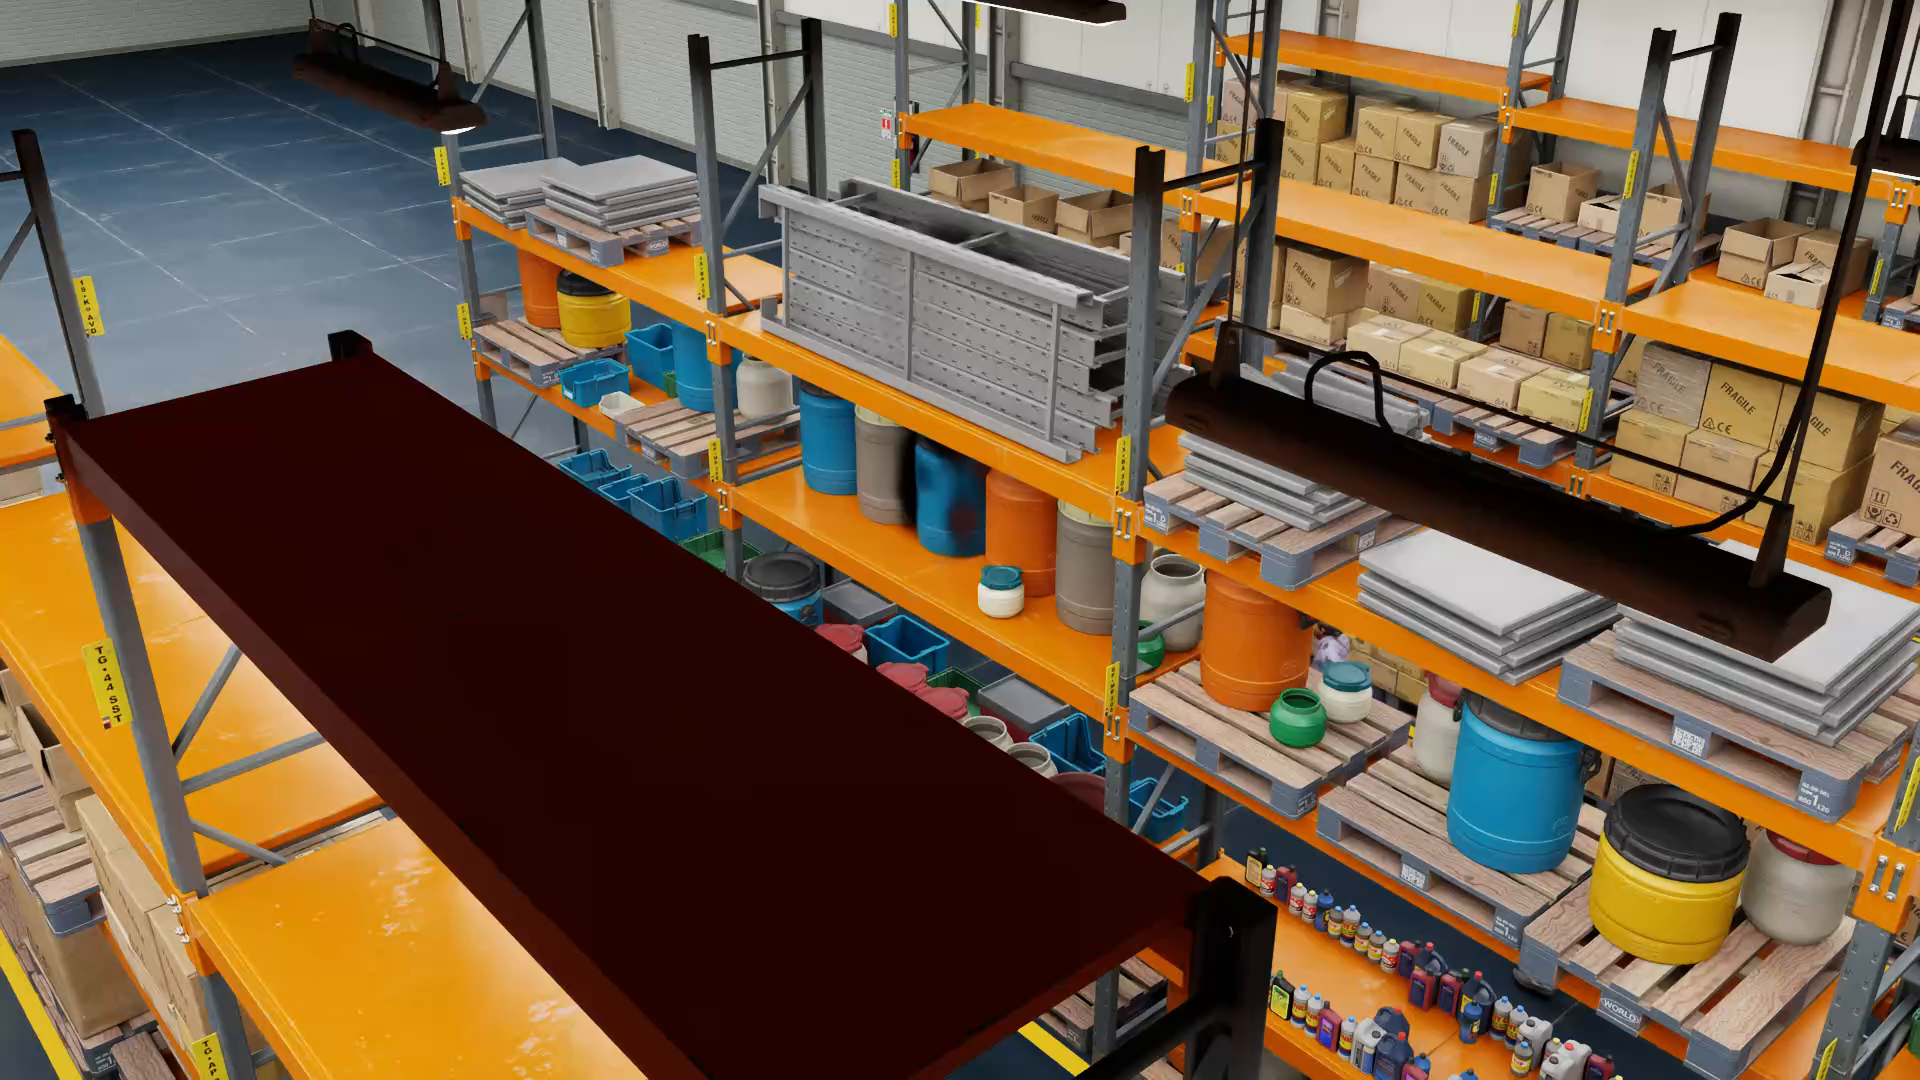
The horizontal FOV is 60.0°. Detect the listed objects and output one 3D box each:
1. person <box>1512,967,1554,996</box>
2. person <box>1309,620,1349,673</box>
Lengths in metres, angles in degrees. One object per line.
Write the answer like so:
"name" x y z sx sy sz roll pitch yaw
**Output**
"person" 3.853 2.225 11.217 0.652 1.746 0.656 -24 35 -38
"person" 2.979 1.297 13.322 0.828 1.542 0.611 15 30 27
